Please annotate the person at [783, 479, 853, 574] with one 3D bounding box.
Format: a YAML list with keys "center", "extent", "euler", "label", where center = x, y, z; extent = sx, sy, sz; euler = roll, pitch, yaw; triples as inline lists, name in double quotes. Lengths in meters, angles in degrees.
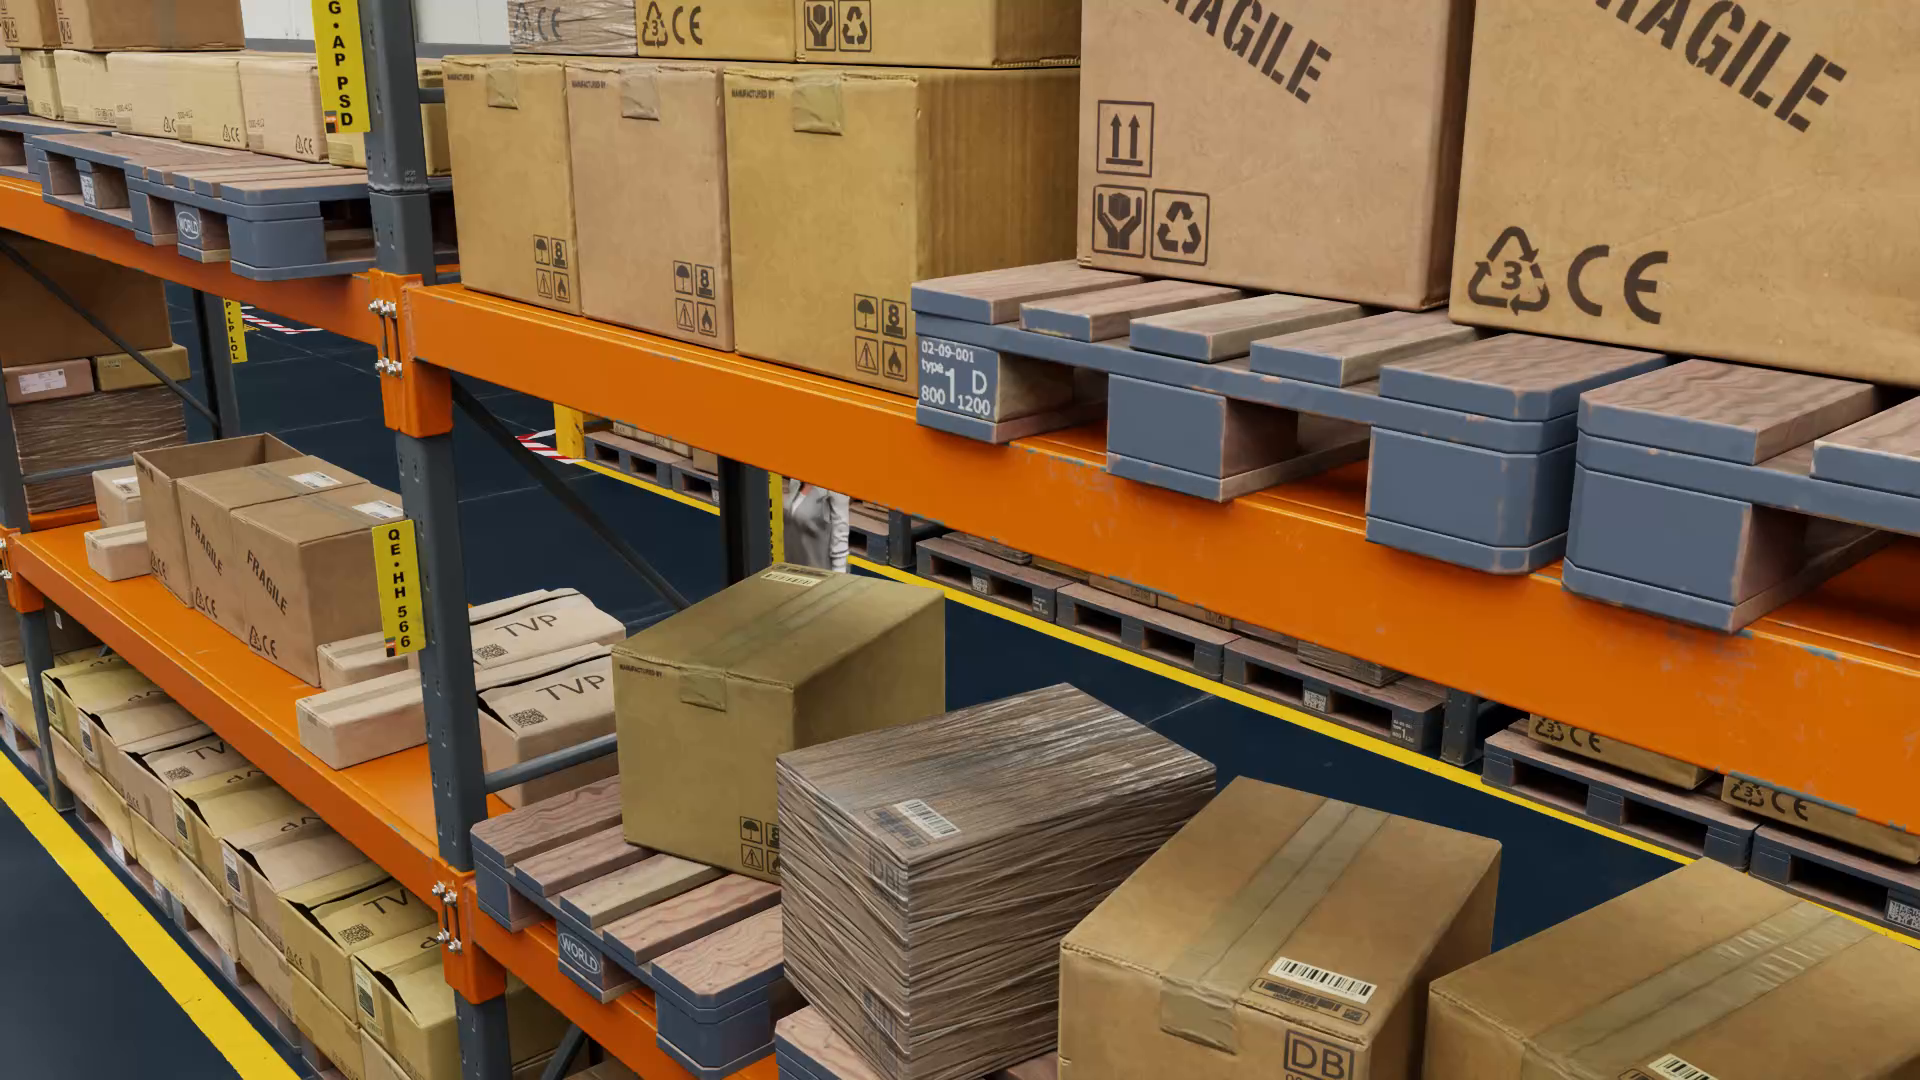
- center: [-0.662, 0.226, 7.869]
  extent: [0.299, 1.593, 0.407]
  euler: [-15, 23, -40]
  label: "person"
